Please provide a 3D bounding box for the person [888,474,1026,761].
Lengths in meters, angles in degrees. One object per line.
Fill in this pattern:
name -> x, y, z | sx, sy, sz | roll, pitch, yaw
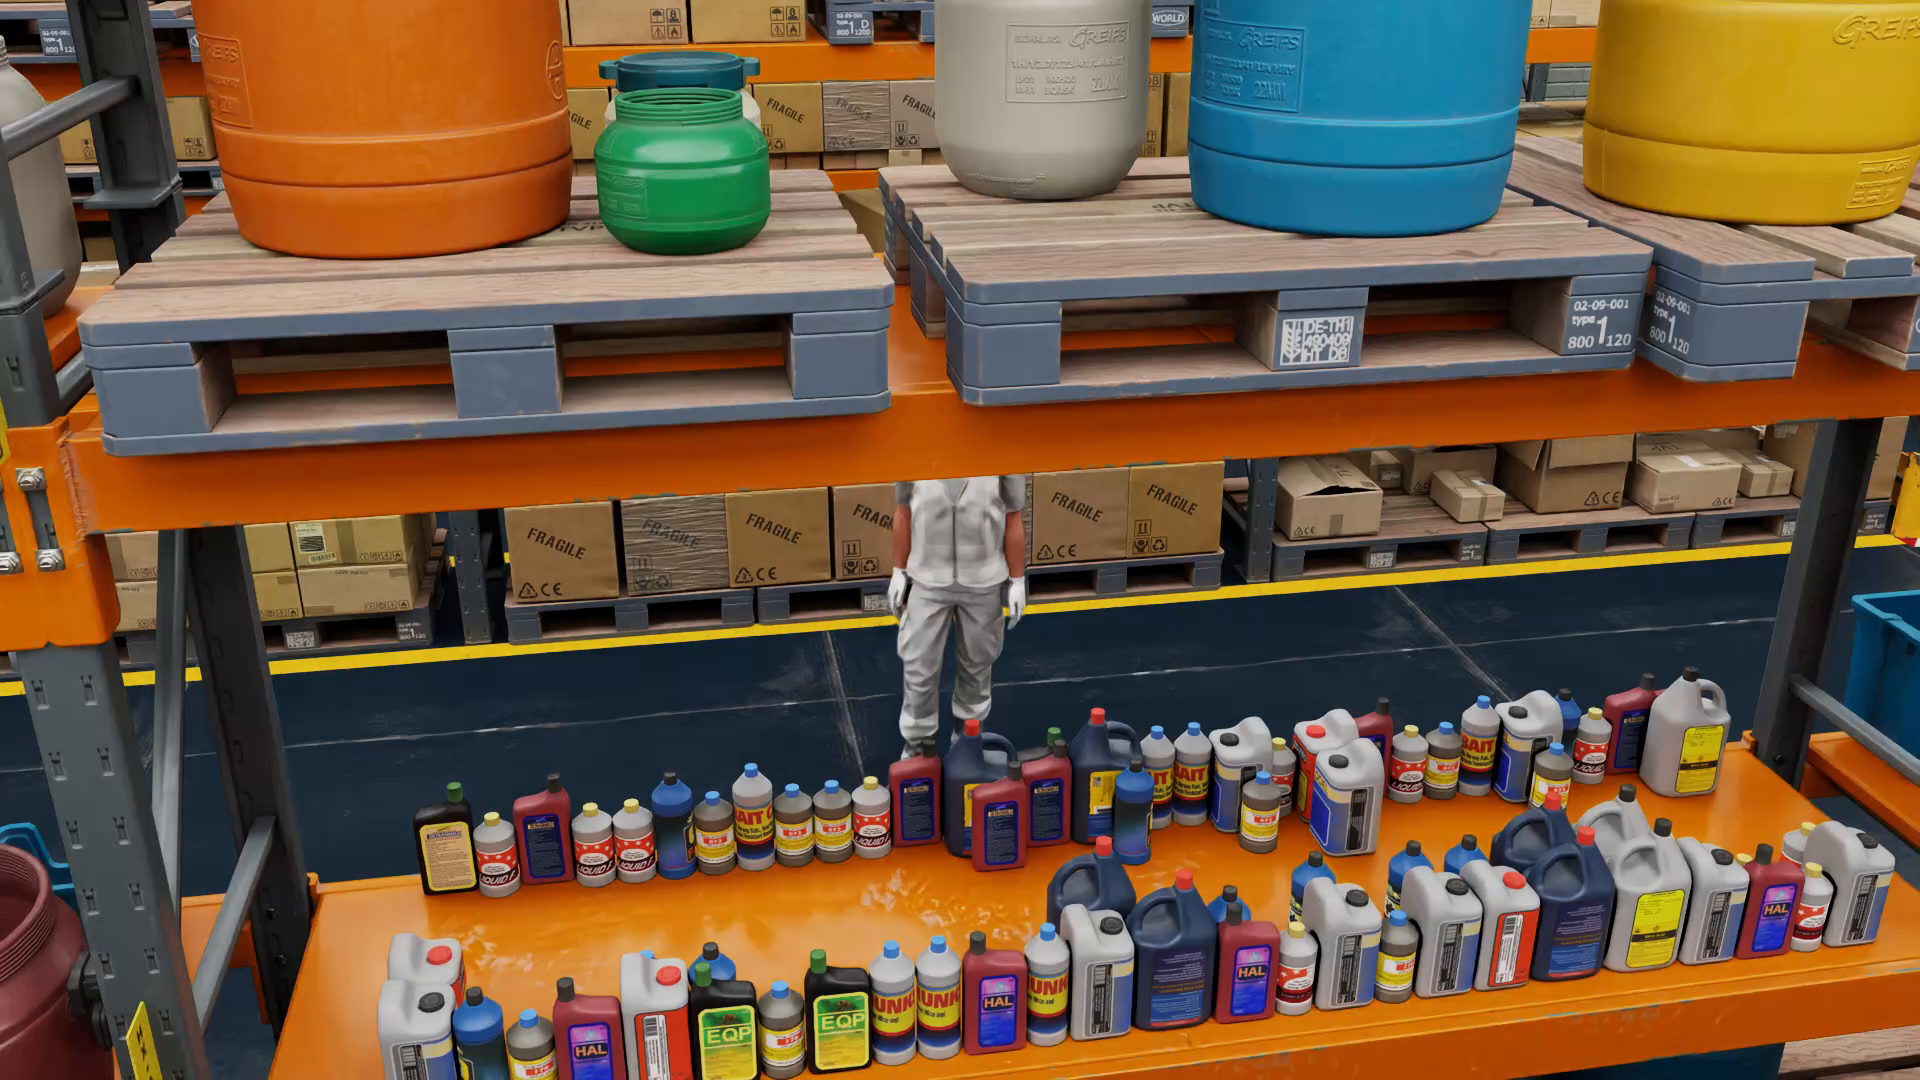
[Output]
person -> -0.026, 0.208, 6.576 | 0.577, 1.804, 0.483 | 1, 23, 1
